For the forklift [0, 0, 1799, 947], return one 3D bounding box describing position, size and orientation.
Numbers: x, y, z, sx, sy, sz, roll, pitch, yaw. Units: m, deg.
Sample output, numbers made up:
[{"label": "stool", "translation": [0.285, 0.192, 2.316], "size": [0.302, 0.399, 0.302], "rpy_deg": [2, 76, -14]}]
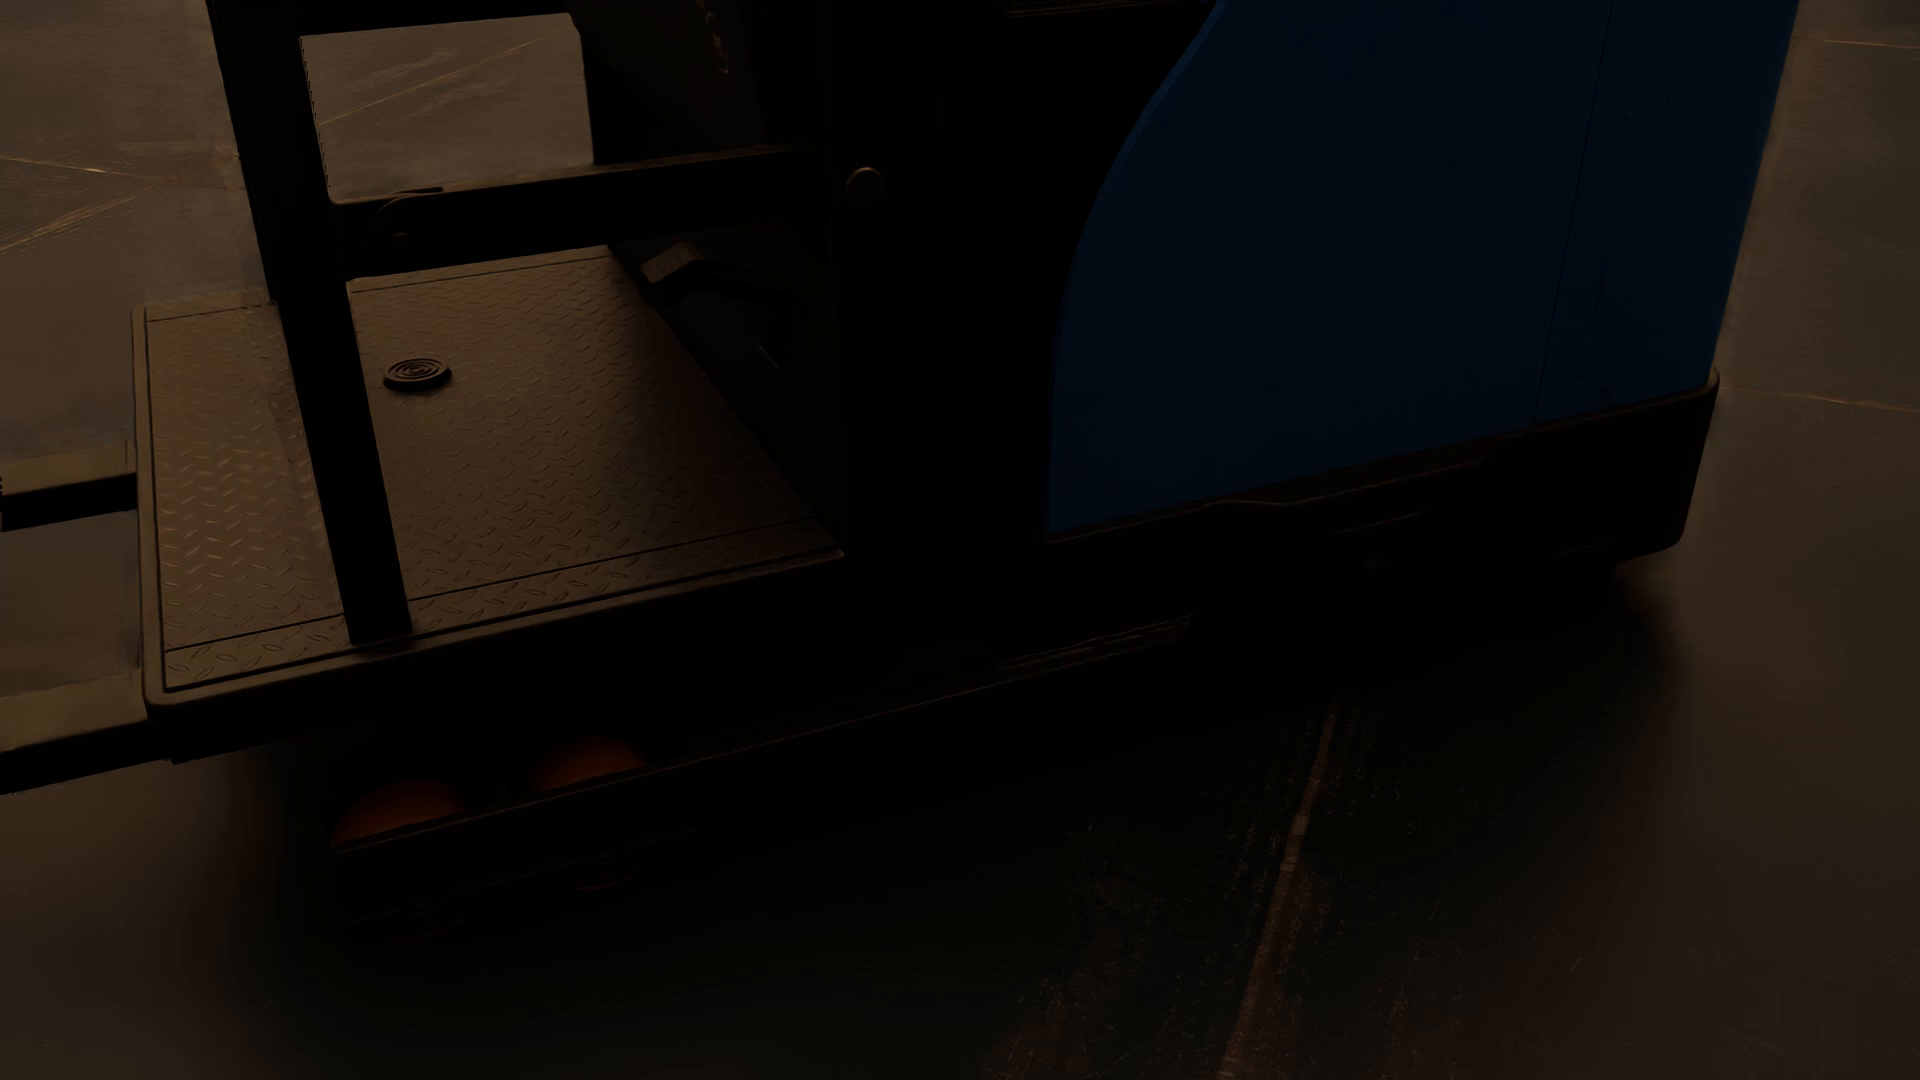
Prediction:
[{"label": "forklift", "translation": [-0.523, -1.150, 1.556], "size": [3.031, 2.935, 1.130], "rpy_deg": [-12, 32, -21]}]
